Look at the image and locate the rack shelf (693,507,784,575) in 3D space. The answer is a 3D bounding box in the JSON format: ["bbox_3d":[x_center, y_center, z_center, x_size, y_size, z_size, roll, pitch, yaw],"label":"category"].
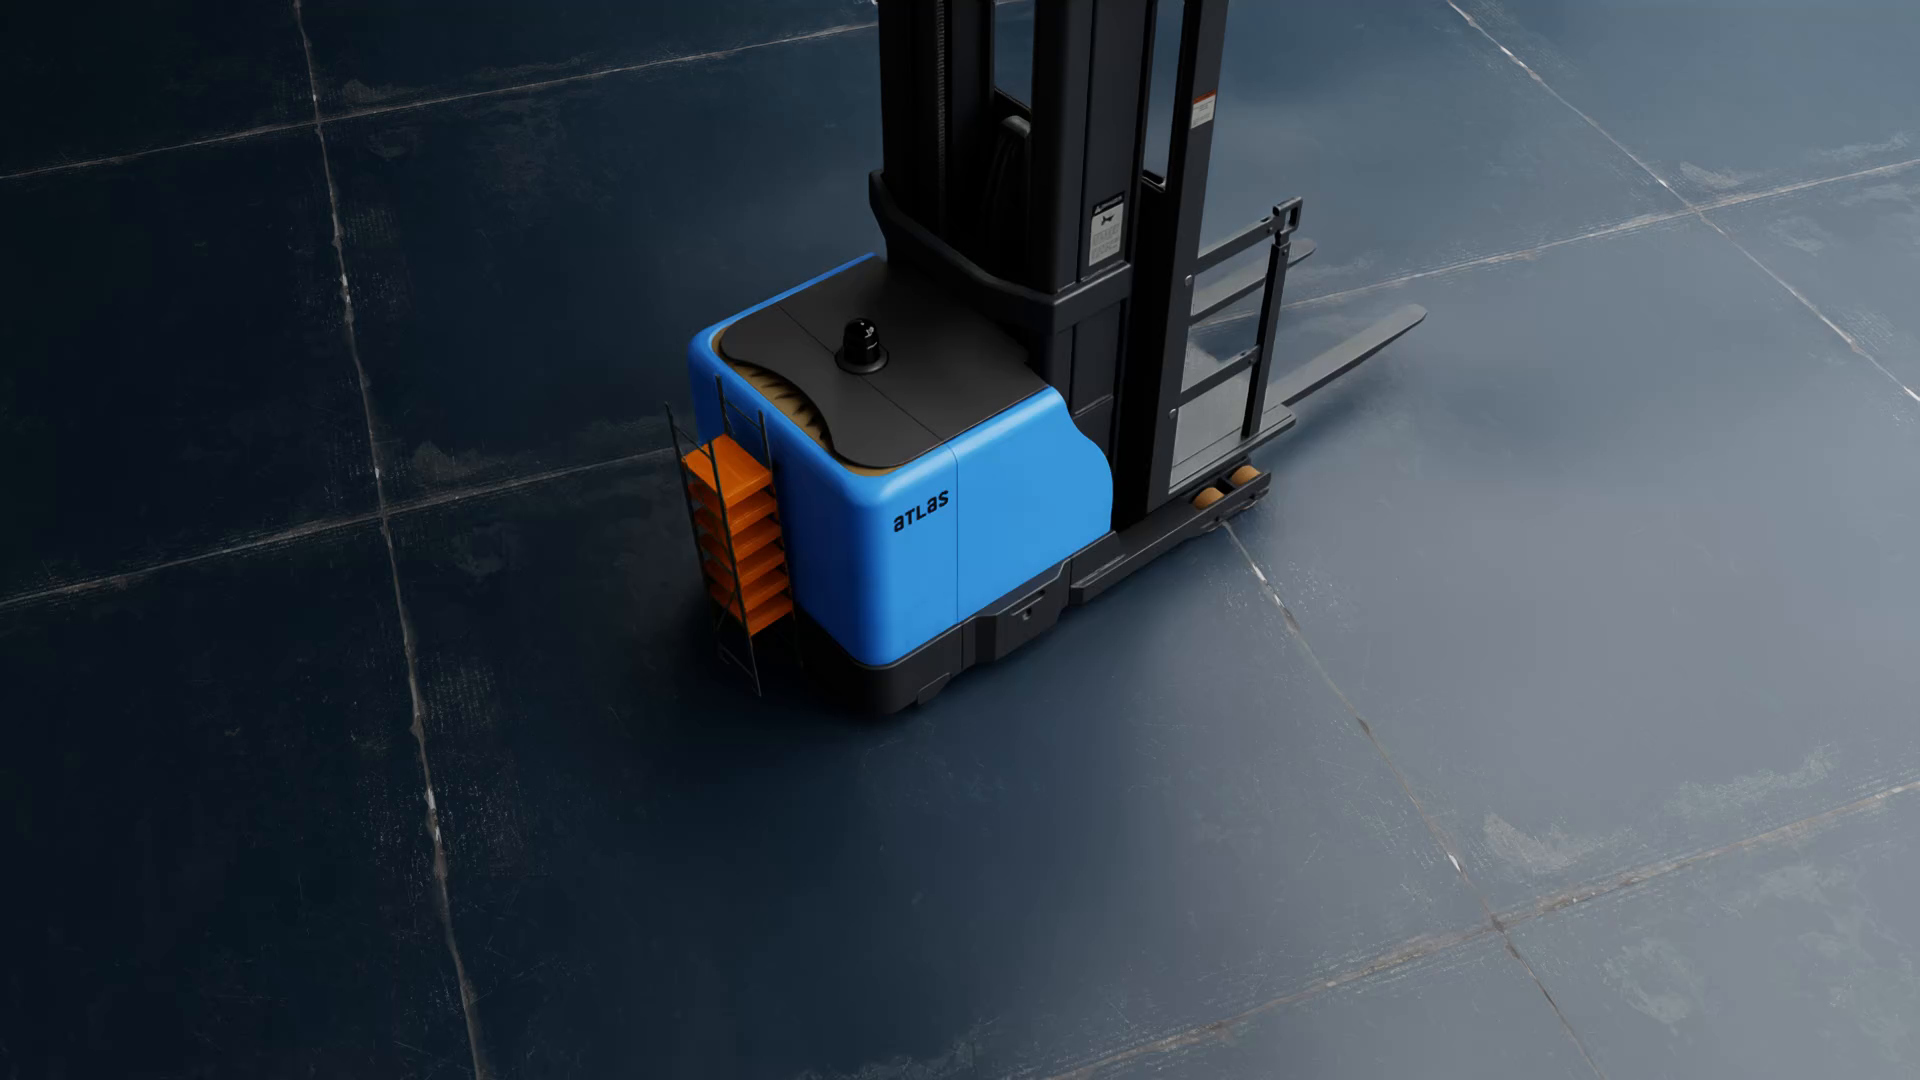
[{"bbox_3d":[-0.716,-0.035,5.326,0.180,0.103,0.258,-33,54,-26],"label":"rack shelf"}]

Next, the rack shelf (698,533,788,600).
[{"bbox_3d":[-0.712,0.048,5.413,0.180,0.103,0.258,-33,54,-26],"label":"rack shelf"}]

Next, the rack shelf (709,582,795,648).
[{"bbox_3d":[-0.704,0.212,5.587,0.180,0.103,0.258,-33,54,-26],"label":"rack shelf"}]

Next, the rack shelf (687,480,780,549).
[{"bbox_3d":[-0.719,-0.117,5.239,0.180,0.103,0.258,-33,54,-26],"label":"rack shelf"}]

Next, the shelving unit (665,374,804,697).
[{"bbox_3d":[-0.713,0.017,5.381,0.189,1.200,0.258,-33,54,-26],"label":"shelving unit"}]

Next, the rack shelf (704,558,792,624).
[{"bbox_3d":[-0.708,0.130,5.500,0.180,0.103,0.258,-33,54,-26],"label":"rack shelf"}]

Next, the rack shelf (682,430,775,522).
[{"bbox_3d":[-0.723,-0.199,5.151,0.180,0.103,0.258,-33,54,-26],"label":"rack shelf"}]

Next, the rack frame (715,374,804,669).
[{"bbox_3d":[-0.644,-0.028,5.420,0.006,1.200,0.240,-33,54,-26],"label":"rack frame"}]

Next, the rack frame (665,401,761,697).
[{"bbox_3d":[-0.782,0.062,5.341,0.006,1.200,0.240,-33,54,-26],"label":"rack frame"}]

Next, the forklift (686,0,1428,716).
[{"bbox_3d":[0.555,-1.330,5.506,3.031,2.935,1.130,-30,52,-27],"label":"forklift"}]
